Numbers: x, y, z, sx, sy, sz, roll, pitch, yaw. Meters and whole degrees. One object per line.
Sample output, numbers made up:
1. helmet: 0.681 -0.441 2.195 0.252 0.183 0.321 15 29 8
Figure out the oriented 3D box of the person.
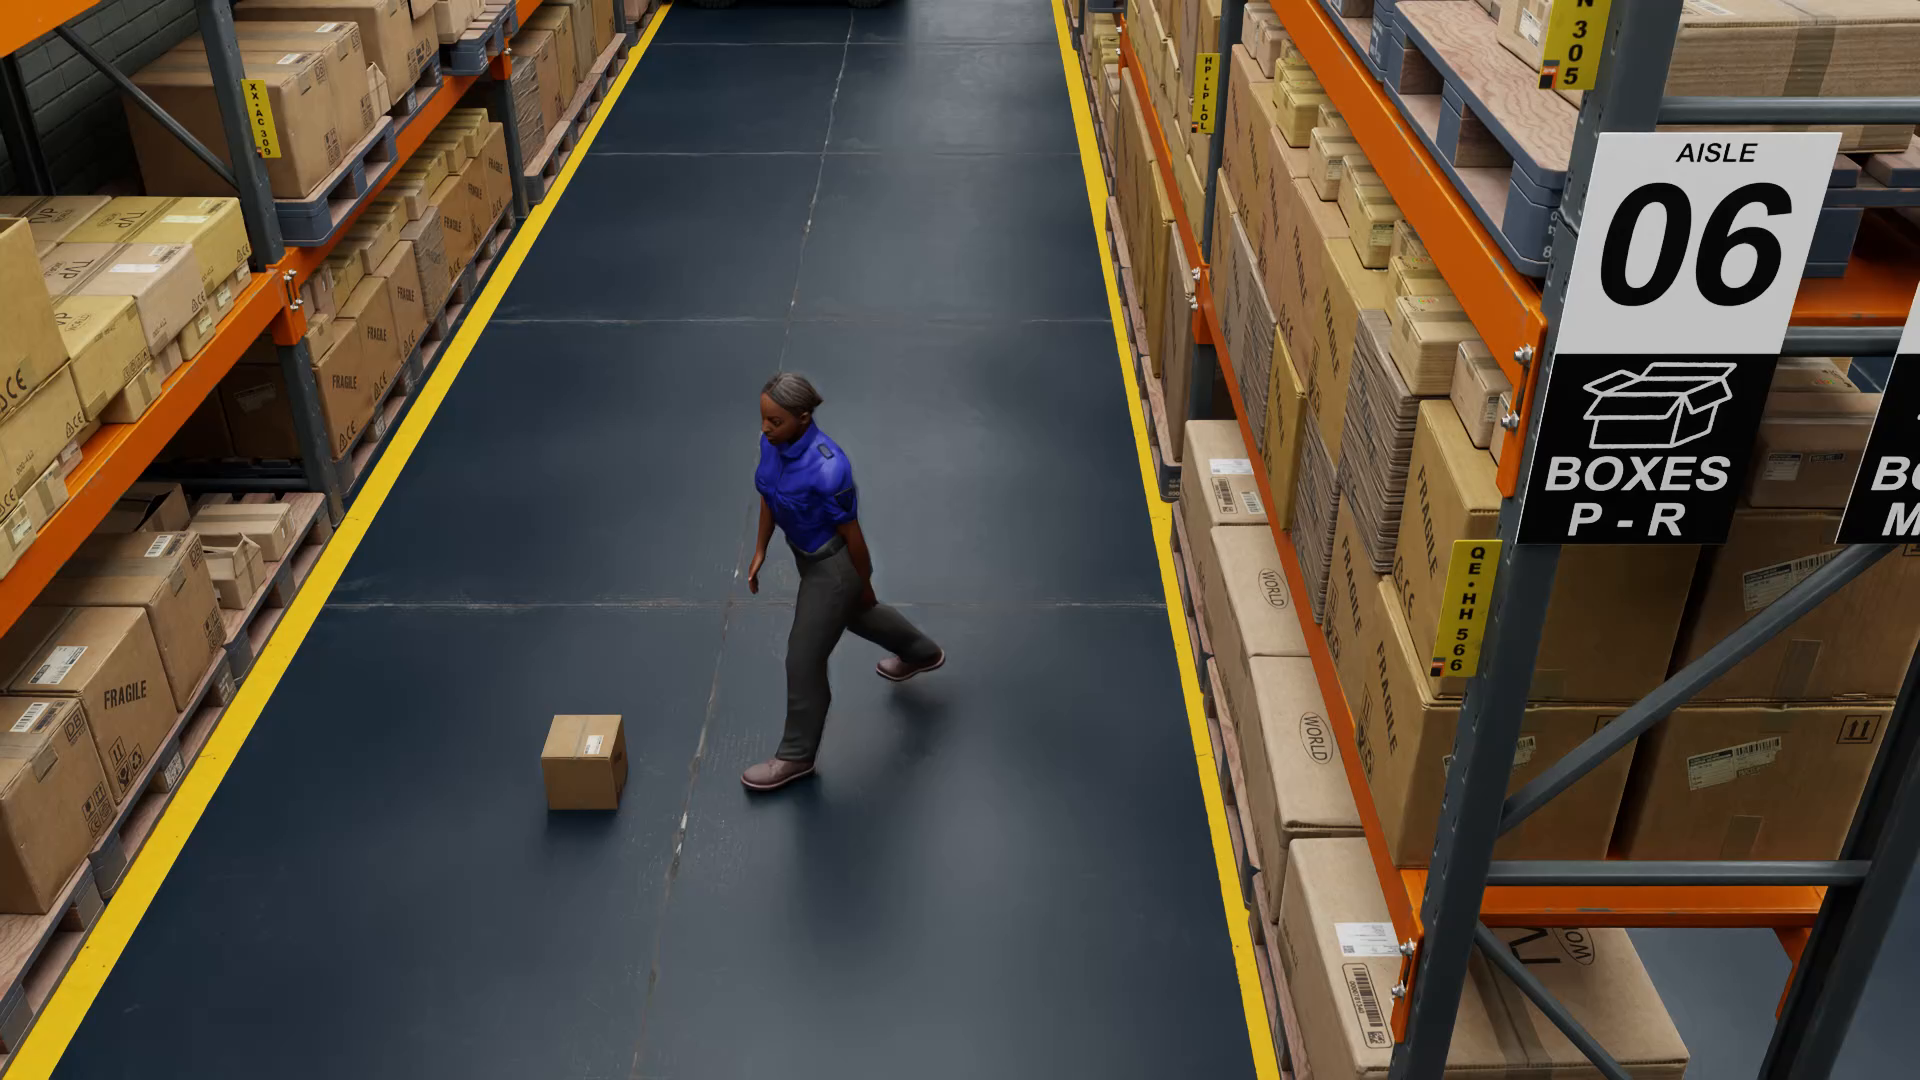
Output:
1. person: -0.451 0.062 6.064 0.964 1.592 0.476 -15 35 -23
